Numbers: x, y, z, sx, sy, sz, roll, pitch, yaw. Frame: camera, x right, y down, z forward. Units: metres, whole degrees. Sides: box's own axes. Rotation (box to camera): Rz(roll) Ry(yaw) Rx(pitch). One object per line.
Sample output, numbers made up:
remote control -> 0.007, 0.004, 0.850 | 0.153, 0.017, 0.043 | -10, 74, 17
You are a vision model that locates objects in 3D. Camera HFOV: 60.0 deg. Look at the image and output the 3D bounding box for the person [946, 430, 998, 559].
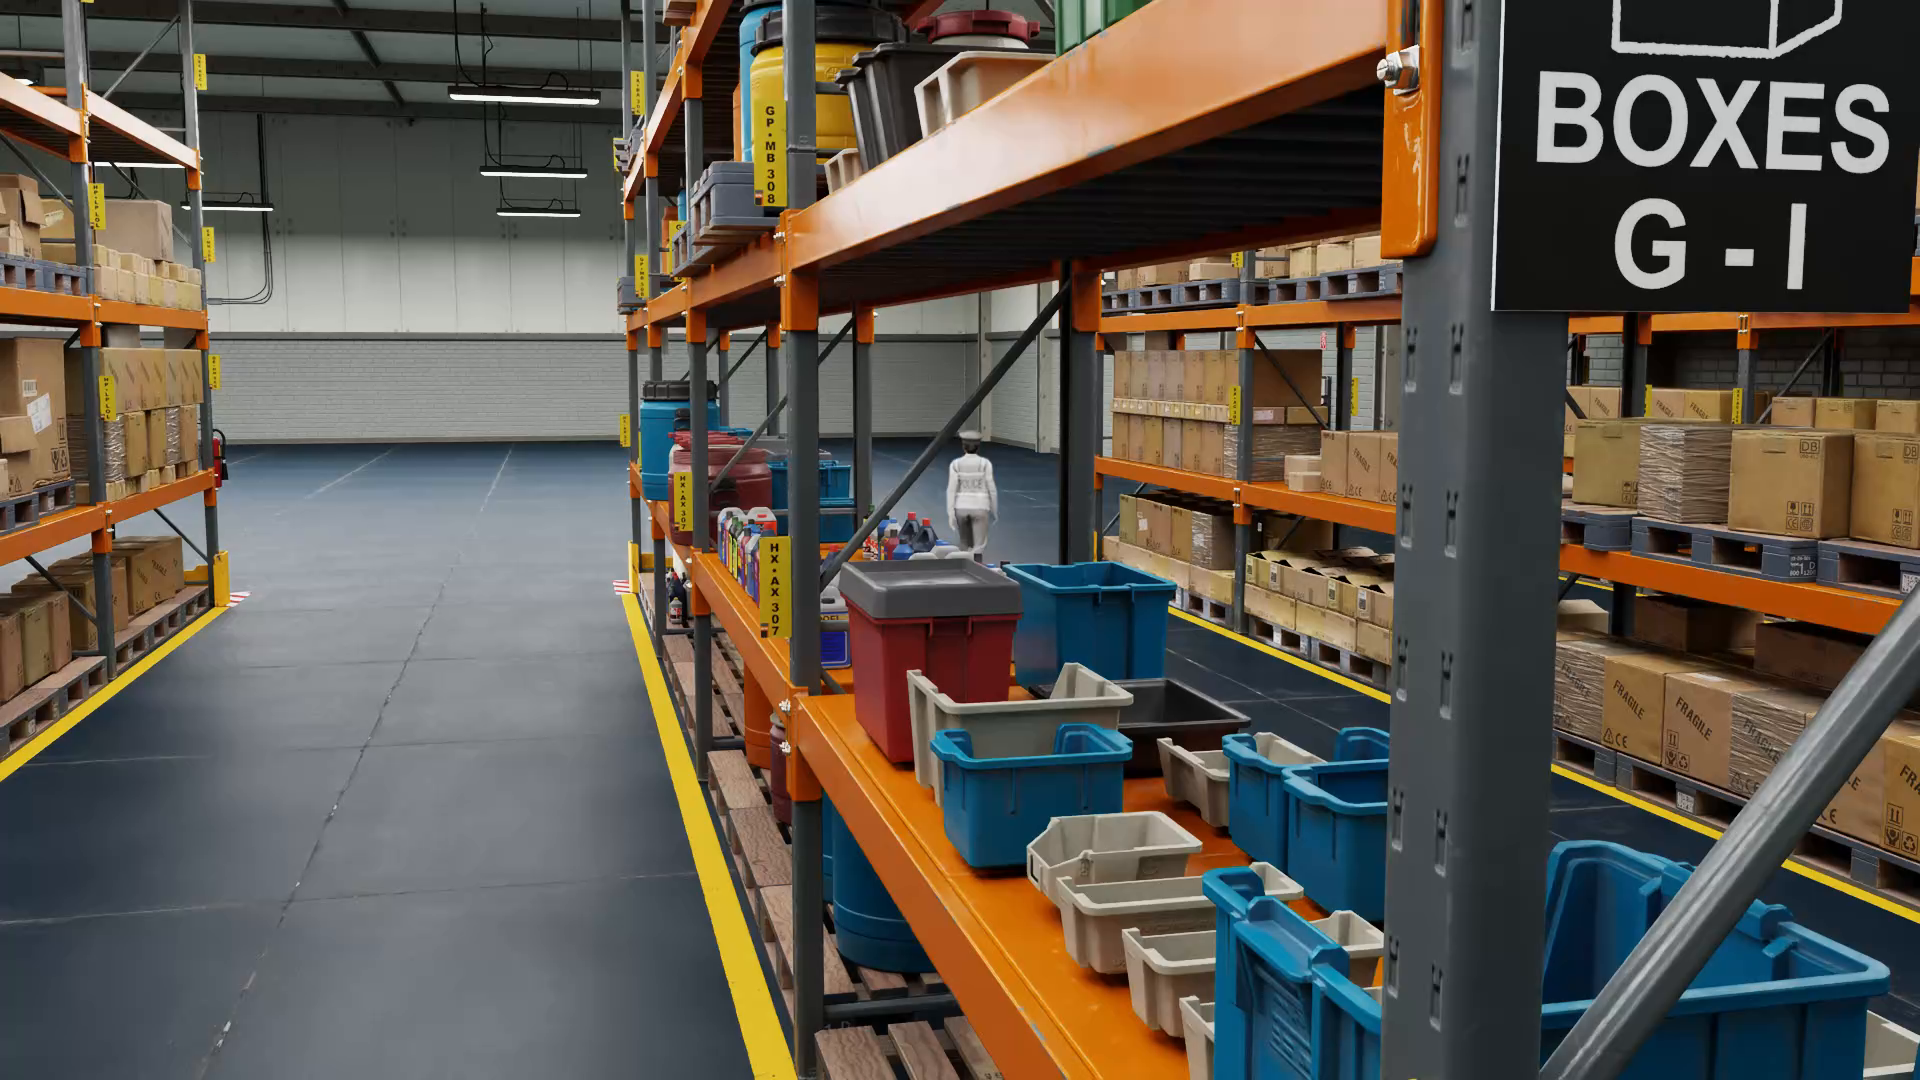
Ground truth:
person -> 0.115, -0.288, 16.692 | 0.488, 1.621, 1.025 | 2, 6, 14
